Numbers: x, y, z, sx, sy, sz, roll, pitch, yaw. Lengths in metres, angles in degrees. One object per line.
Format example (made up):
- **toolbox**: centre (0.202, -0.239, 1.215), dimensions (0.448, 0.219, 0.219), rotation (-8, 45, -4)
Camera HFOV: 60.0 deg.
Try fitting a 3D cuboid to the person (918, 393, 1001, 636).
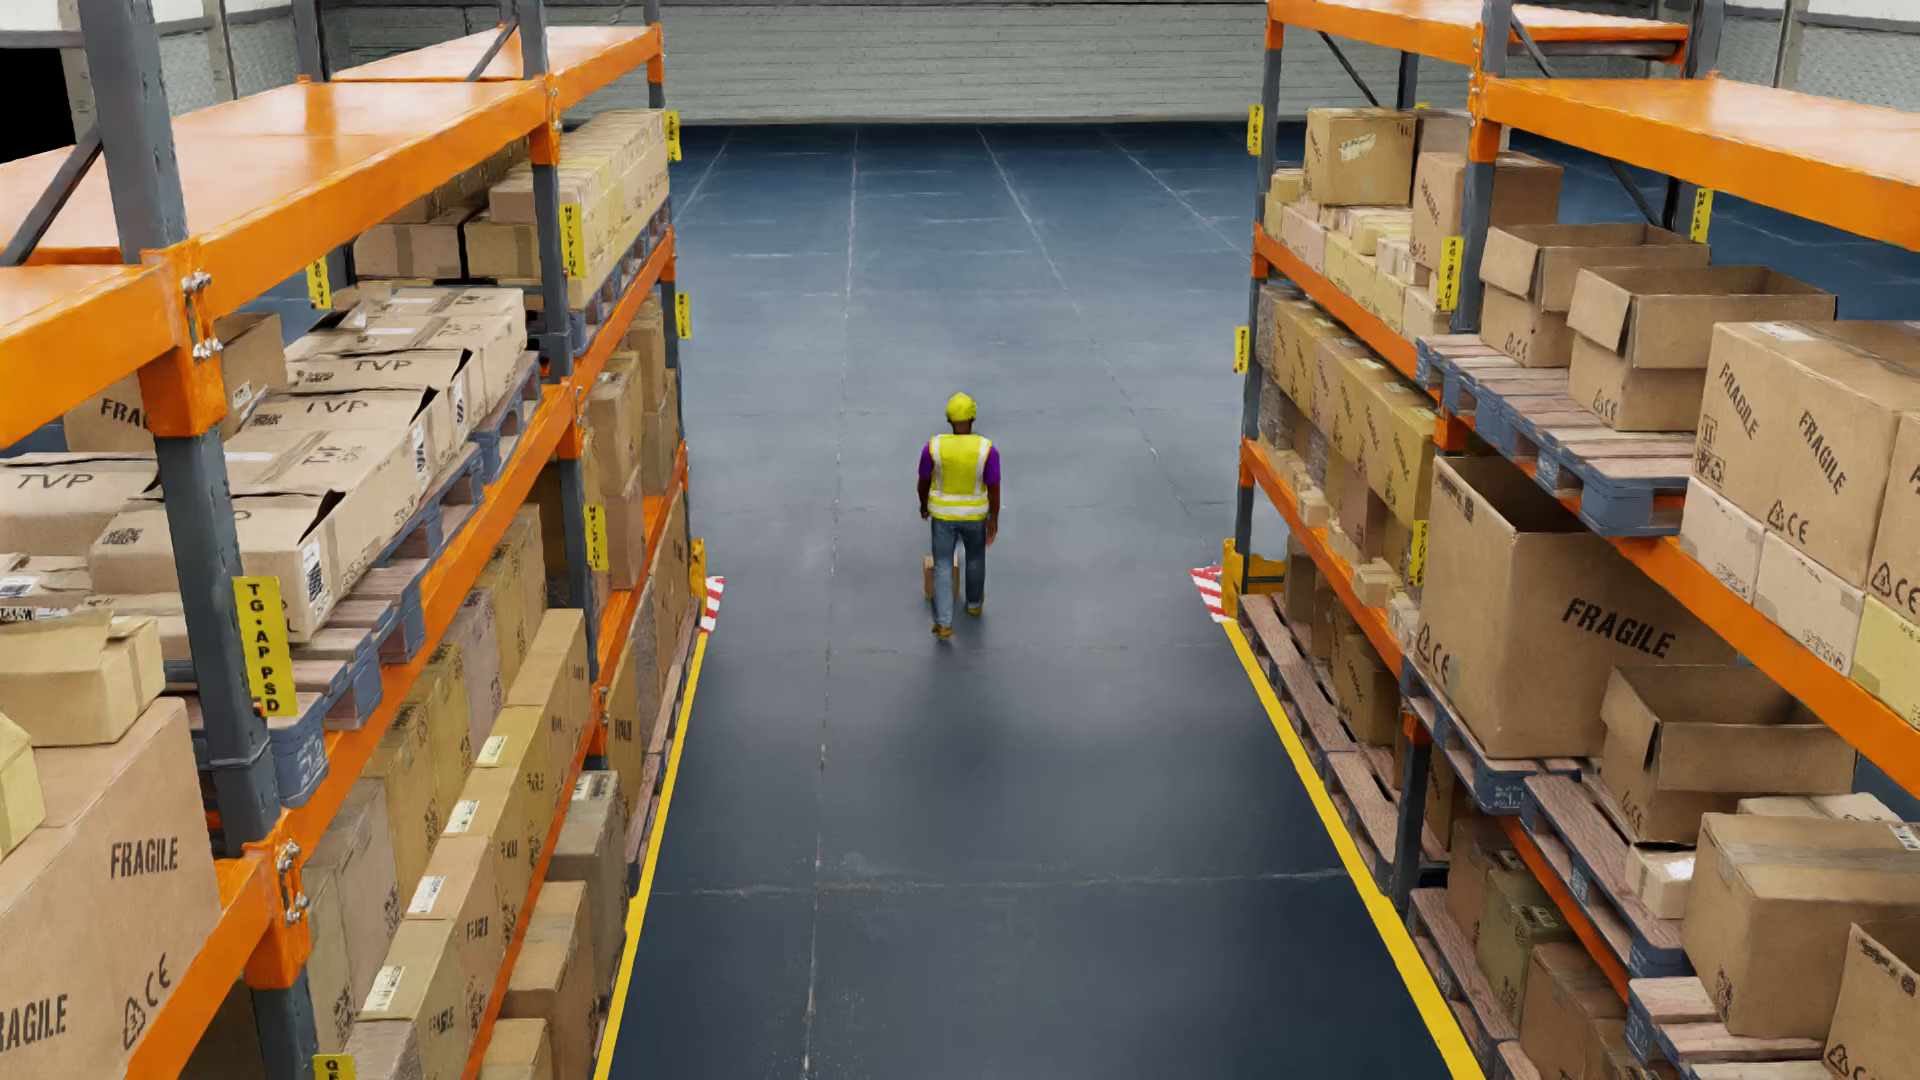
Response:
- **person**: centre (-0.010, -0.216, 11.652), dimensions (0.570, 1.738, 0.908), rotation (-1, 20, -2)
